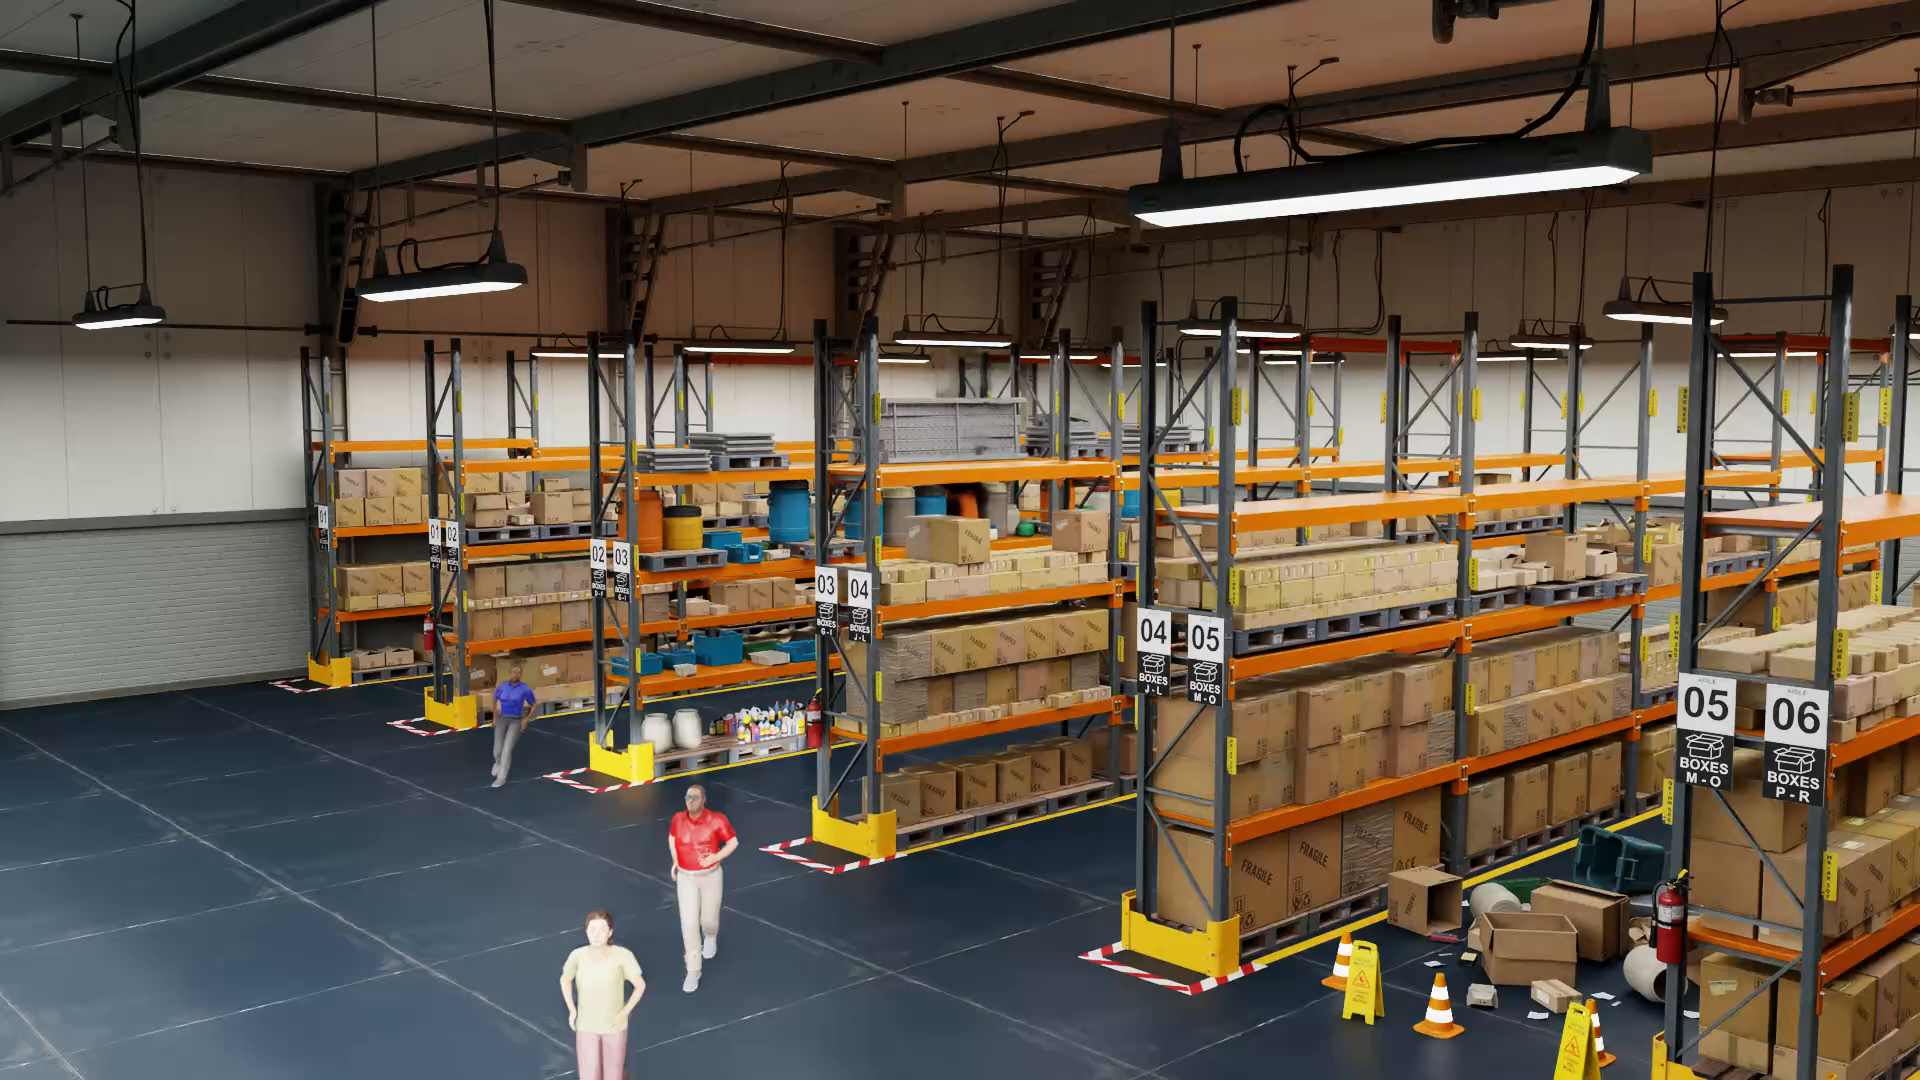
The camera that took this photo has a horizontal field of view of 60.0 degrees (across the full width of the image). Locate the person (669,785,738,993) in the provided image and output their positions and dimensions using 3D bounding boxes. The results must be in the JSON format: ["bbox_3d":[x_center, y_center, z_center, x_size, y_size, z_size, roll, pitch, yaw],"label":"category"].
[{"bbox_3d":[-2.289,3.019,14.746,0.650,1.741,0.888,0,5,2],"label":"person"}]

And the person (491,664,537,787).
[{"bbox_3d":[-5.932,2.430,22.051,0.654,1.600,0.581,0,5,-4],"label":"person"}]

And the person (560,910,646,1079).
[{"bbox_3d":[-2.454,3.340,11.421,0.593,1.651,0.790,0,5,-4],"label":"person"}]
